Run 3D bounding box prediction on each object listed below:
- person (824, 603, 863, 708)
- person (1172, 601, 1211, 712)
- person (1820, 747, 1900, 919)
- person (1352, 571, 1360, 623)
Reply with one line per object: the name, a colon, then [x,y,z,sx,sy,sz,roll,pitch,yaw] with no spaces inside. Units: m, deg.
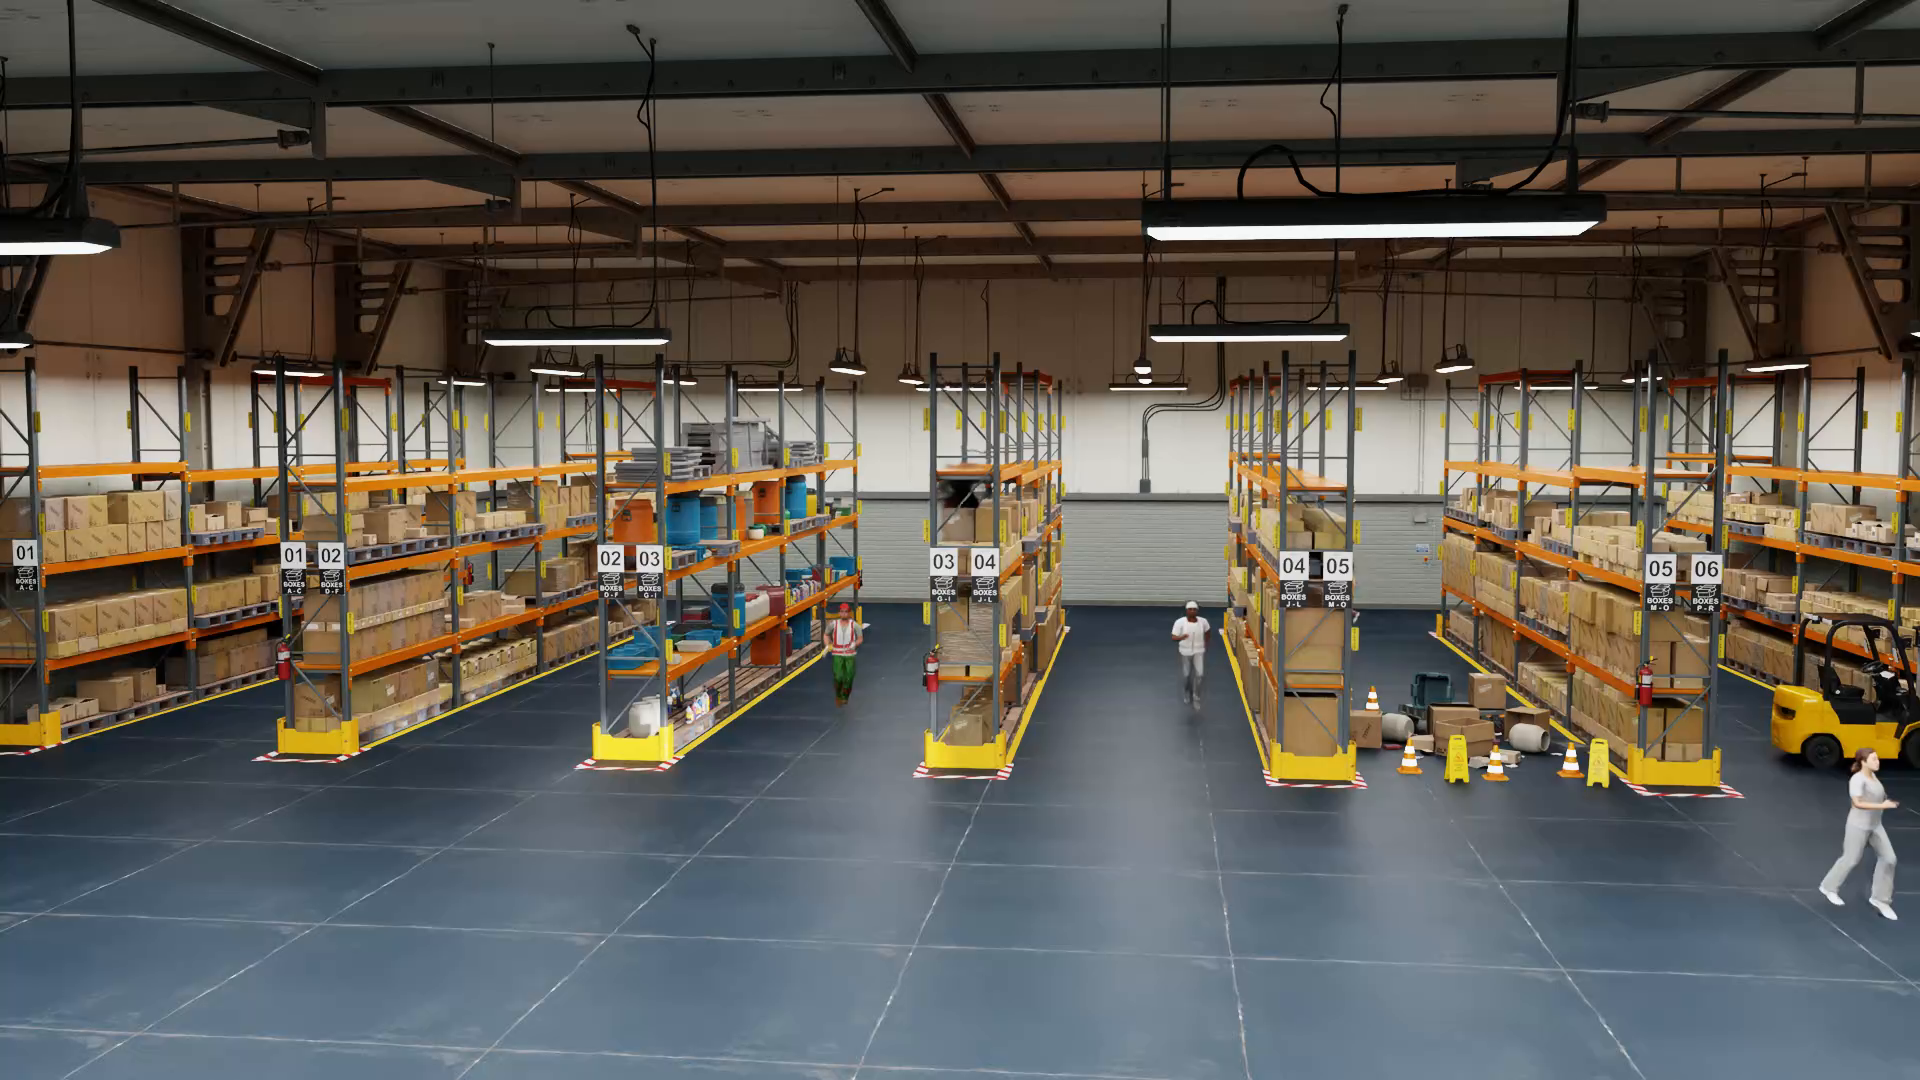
person: [-1.933,1.933,27.618,0.664,1.752,0.603,0,4,-6]
person: [3.889,1.908,27.910,0.677,1.771,0.742,0,4,3]
person: [9.196,2.962,16.973,0.580,1.731,0.775,-2,5,-32]
person: [9.358,1.361,40.096,0.623,1.628,0.582,0,4,-2]
